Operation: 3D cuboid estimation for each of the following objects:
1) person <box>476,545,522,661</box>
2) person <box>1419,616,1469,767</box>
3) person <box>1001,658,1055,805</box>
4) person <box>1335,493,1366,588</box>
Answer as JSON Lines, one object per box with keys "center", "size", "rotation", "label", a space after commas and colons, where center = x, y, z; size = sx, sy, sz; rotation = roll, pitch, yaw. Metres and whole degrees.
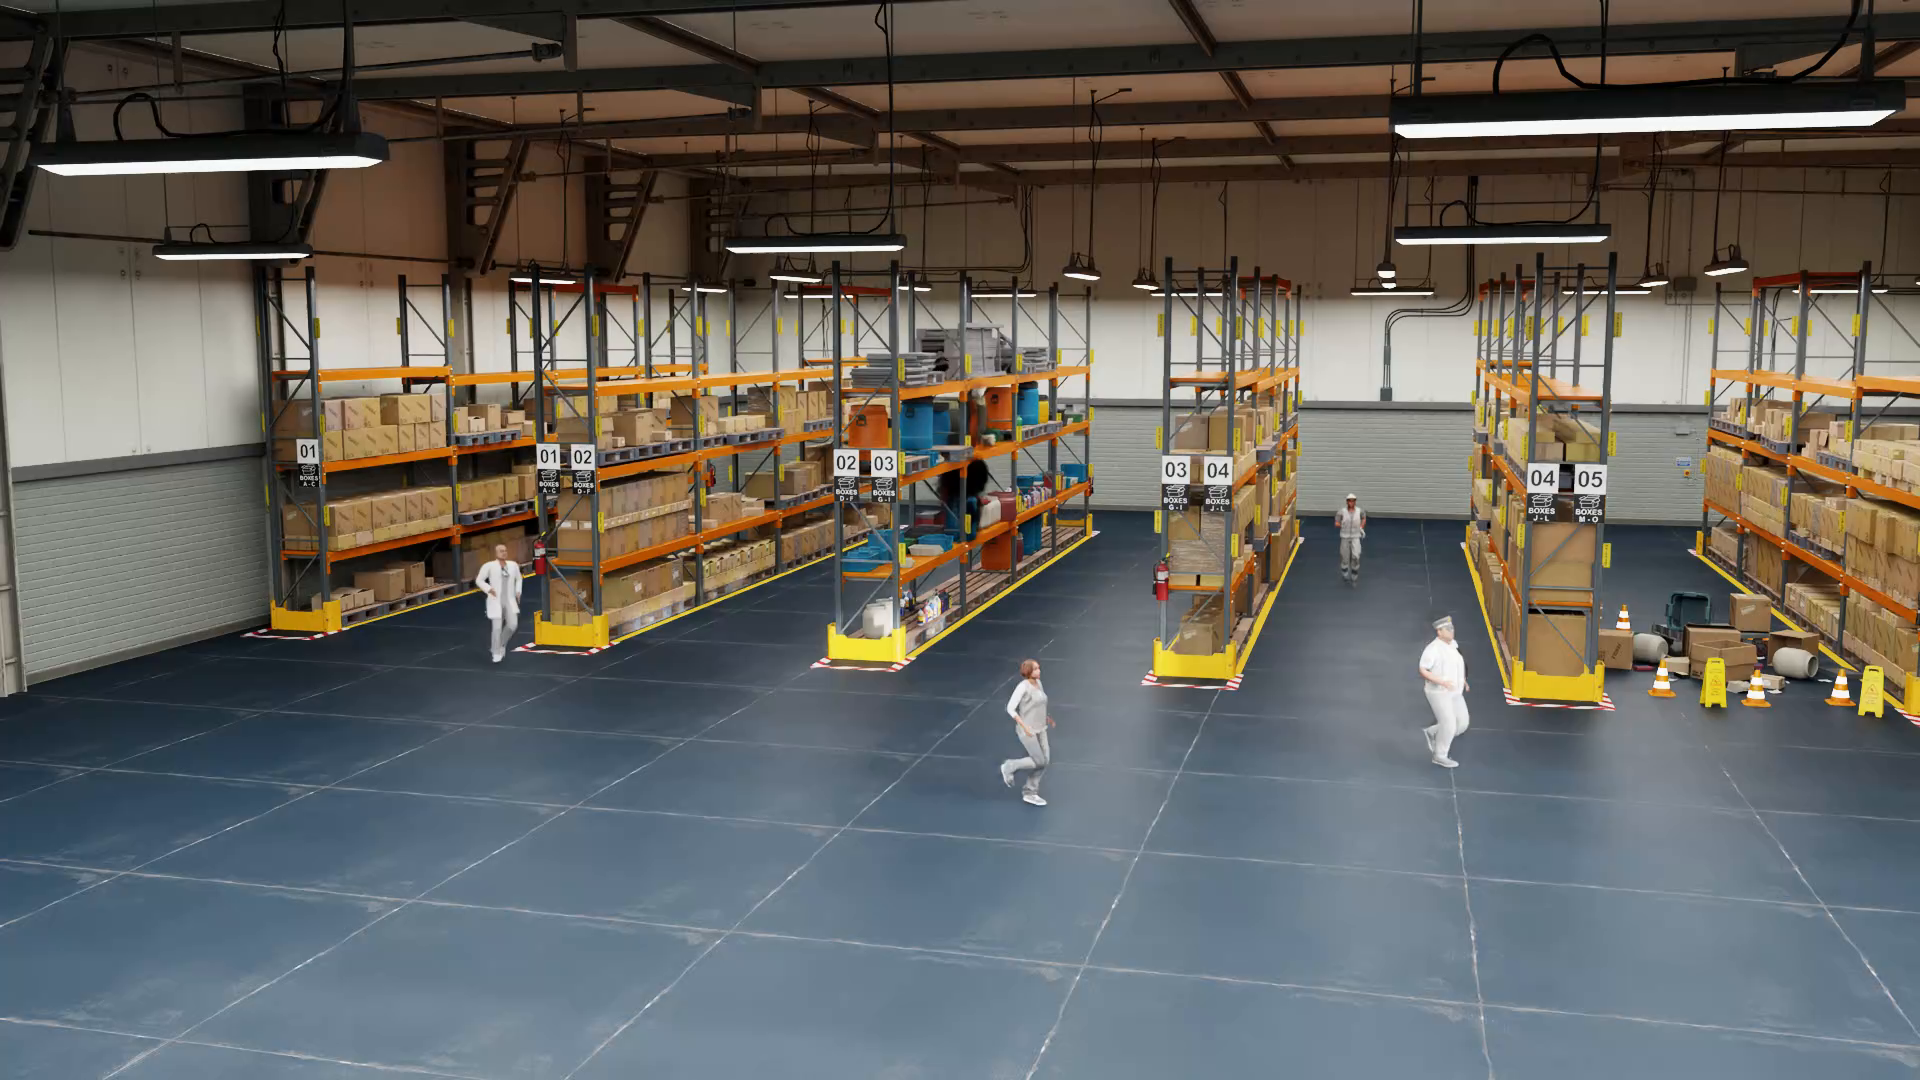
{"center": [-6.926, 0.954, 25.186], "size": [0.735, 1.755, 0.560], "rotation": [-4, 8, -31], "label": "person"}
{"center": [5.559, 1.727, 19.115], "size": [0.660, 1.727, 0.626], "rotation": [-5, 9, -37], "label": "person"}
{"center": [0.714, 2.019, 17.603], "size": [0.546, 1.558, 0.542], "rotation": [5, 9, 35], "label": "person"}
{"center": [7.626, 0.003, 32.532], "size": [0.600, 1.846, 0.828], "rotation": [1, 7, 11], "label": "person"}
